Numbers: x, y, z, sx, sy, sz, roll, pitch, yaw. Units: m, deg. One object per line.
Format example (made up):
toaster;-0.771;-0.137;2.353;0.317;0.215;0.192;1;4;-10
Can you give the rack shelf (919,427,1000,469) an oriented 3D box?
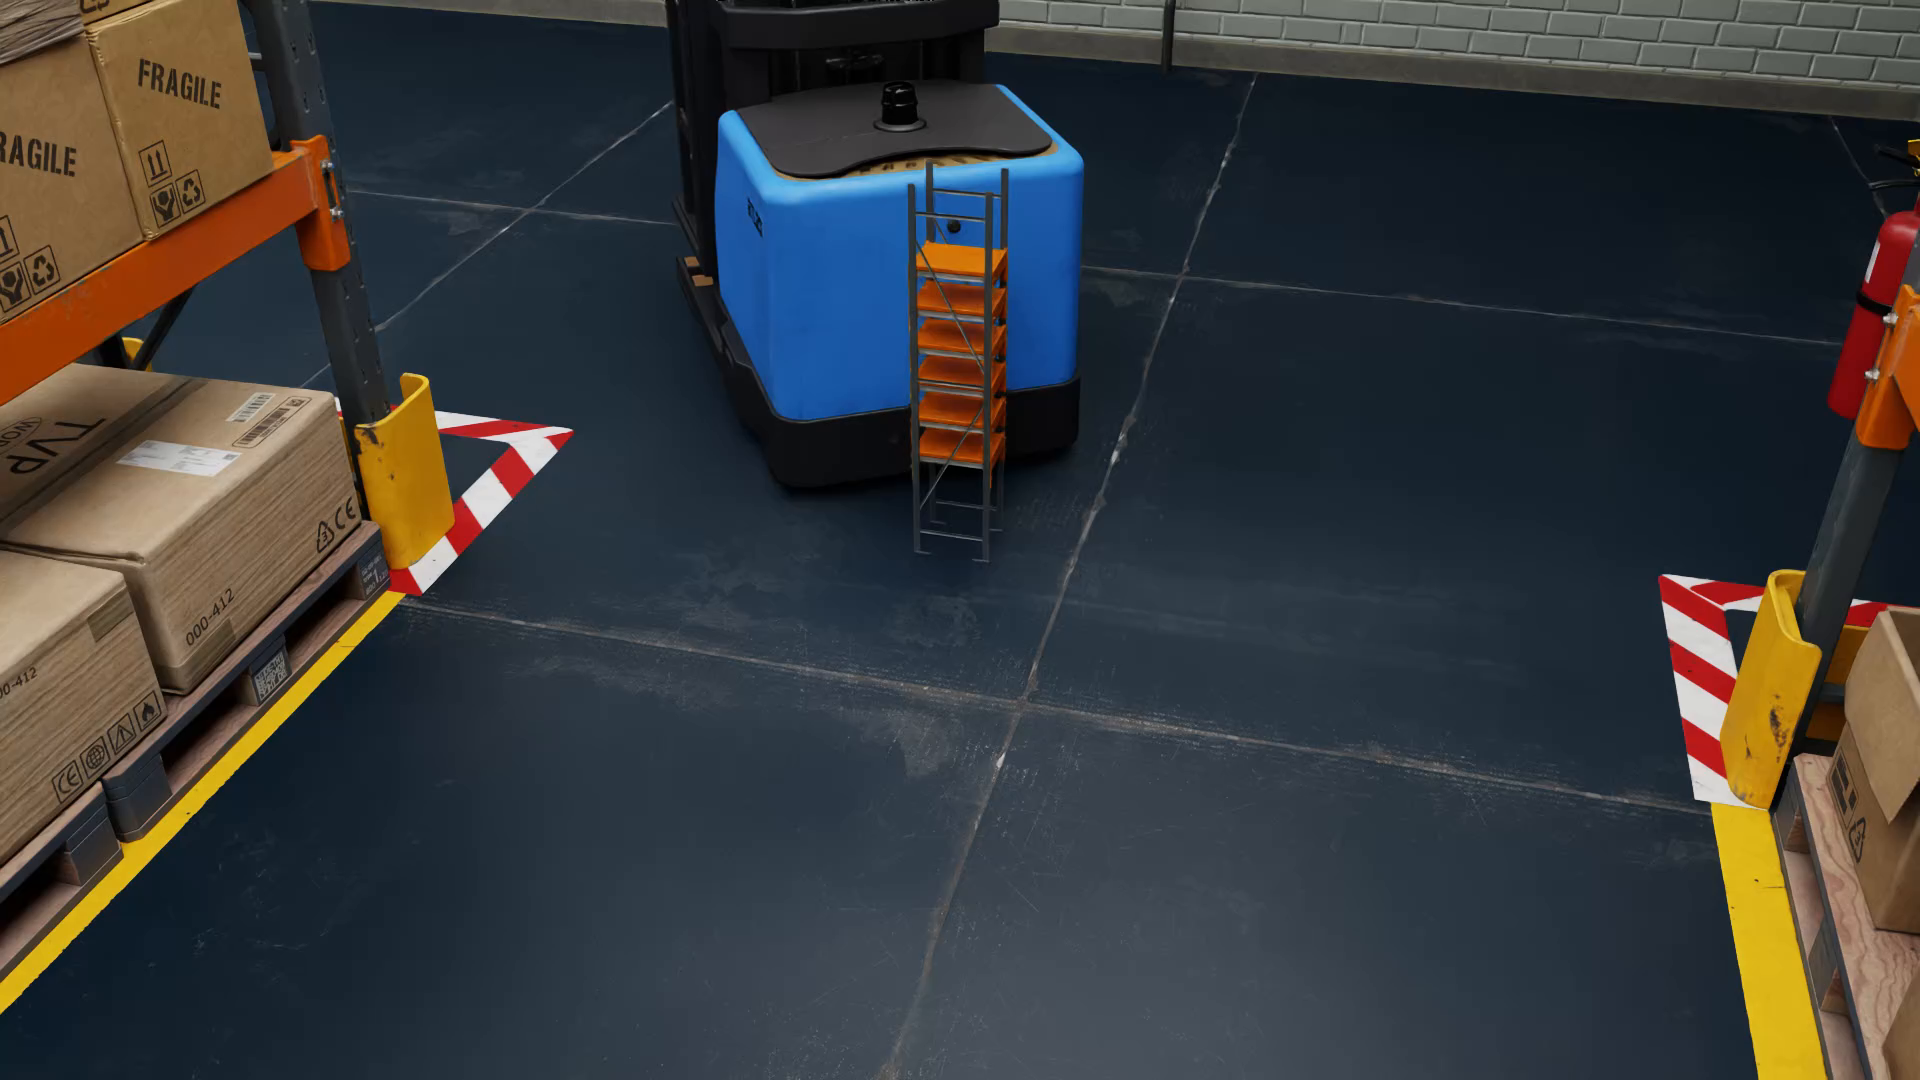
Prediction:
rack shelf;-0.004;-0.282;5.054;0.221;0.034;0.171;8;33;12

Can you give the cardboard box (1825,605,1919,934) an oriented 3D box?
cardboard box;2.334;0.533;3.552;0.797;0.503;0.637;7;33;10

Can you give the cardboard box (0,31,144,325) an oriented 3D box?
cardboard box;-2.229;-0.819;3.650;0.500;0.500;0.500;7;33;11

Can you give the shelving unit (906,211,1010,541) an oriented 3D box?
shelving unit;-0.004;-0.498;4.915;0.258;1.046;0.183;8;33;12

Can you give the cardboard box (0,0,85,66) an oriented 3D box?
cardboard box;-2.217;-1.228;3.361;0.500;0.500;0.500;8;33;13

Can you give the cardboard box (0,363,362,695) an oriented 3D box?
cardboard box;-2.292;-0.062;4.548;0.875;0.438;0.875;7;33;11

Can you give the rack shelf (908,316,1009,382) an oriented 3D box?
rack shelf;-0.004;-0.563;4.876;0.258;0.103;0.180;8;33;12

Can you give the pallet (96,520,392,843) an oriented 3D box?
pallet;-2.348;0.280;4.612;1.003;0.211;1.213;8;33;12

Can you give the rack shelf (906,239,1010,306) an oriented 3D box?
rack shelf;-0.004;-0.765;4.747;0.258;0.103;0.180;8;33;12

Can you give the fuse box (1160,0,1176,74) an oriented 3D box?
fuse box;1.182;-3.346;8.918;0.539;1.711;0.414;8;33;12

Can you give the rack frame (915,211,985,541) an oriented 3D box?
rack frame;-0.026;-0.451;4.841;0.228;1.046;0.002;8;33;12

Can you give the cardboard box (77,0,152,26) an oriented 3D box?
cardboard box;-2.113;-1.503;3.794;0.500;0.500;0.500;9;34;14

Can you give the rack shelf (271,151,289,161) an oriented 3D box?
rack shelf;-5.135;-2.371;2.261;5.869;4.714;3.910;8;33;12

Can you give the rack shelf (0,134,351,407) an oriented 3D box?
rack shelf;-2.729;0.020;3.094;1.077;0.370;4.000;8;33;12

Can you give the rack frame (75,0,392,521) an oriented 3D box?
rack frame;-2.221;-1.322;4.533;1.000;3.000;0.127;8;33;12

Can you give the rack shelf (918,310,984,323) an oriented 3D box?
rack shelf;-0.004;-0.681;4.801;0.199;0.020;0.166;8;33;12

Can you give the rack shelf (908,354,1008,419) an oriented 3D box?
rack shelf;-0.004;-0.461;4.940;0.258;0.103;0.180;8;33;12

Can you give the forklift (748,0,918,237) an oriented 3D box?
forklift;-15.304;-4.624;4.136;29.450;9.000;11.285;-10;34;-15

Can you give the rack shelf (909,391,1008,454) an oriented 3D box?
rack shelf;-0.004;-0.360;5.005;0.258;0.103;0.180;8;33;12

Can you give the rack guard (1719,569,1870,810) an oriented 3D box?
rack guard;2.562;0.446;4.082;1.175;0.500;0.348;8;33;12
